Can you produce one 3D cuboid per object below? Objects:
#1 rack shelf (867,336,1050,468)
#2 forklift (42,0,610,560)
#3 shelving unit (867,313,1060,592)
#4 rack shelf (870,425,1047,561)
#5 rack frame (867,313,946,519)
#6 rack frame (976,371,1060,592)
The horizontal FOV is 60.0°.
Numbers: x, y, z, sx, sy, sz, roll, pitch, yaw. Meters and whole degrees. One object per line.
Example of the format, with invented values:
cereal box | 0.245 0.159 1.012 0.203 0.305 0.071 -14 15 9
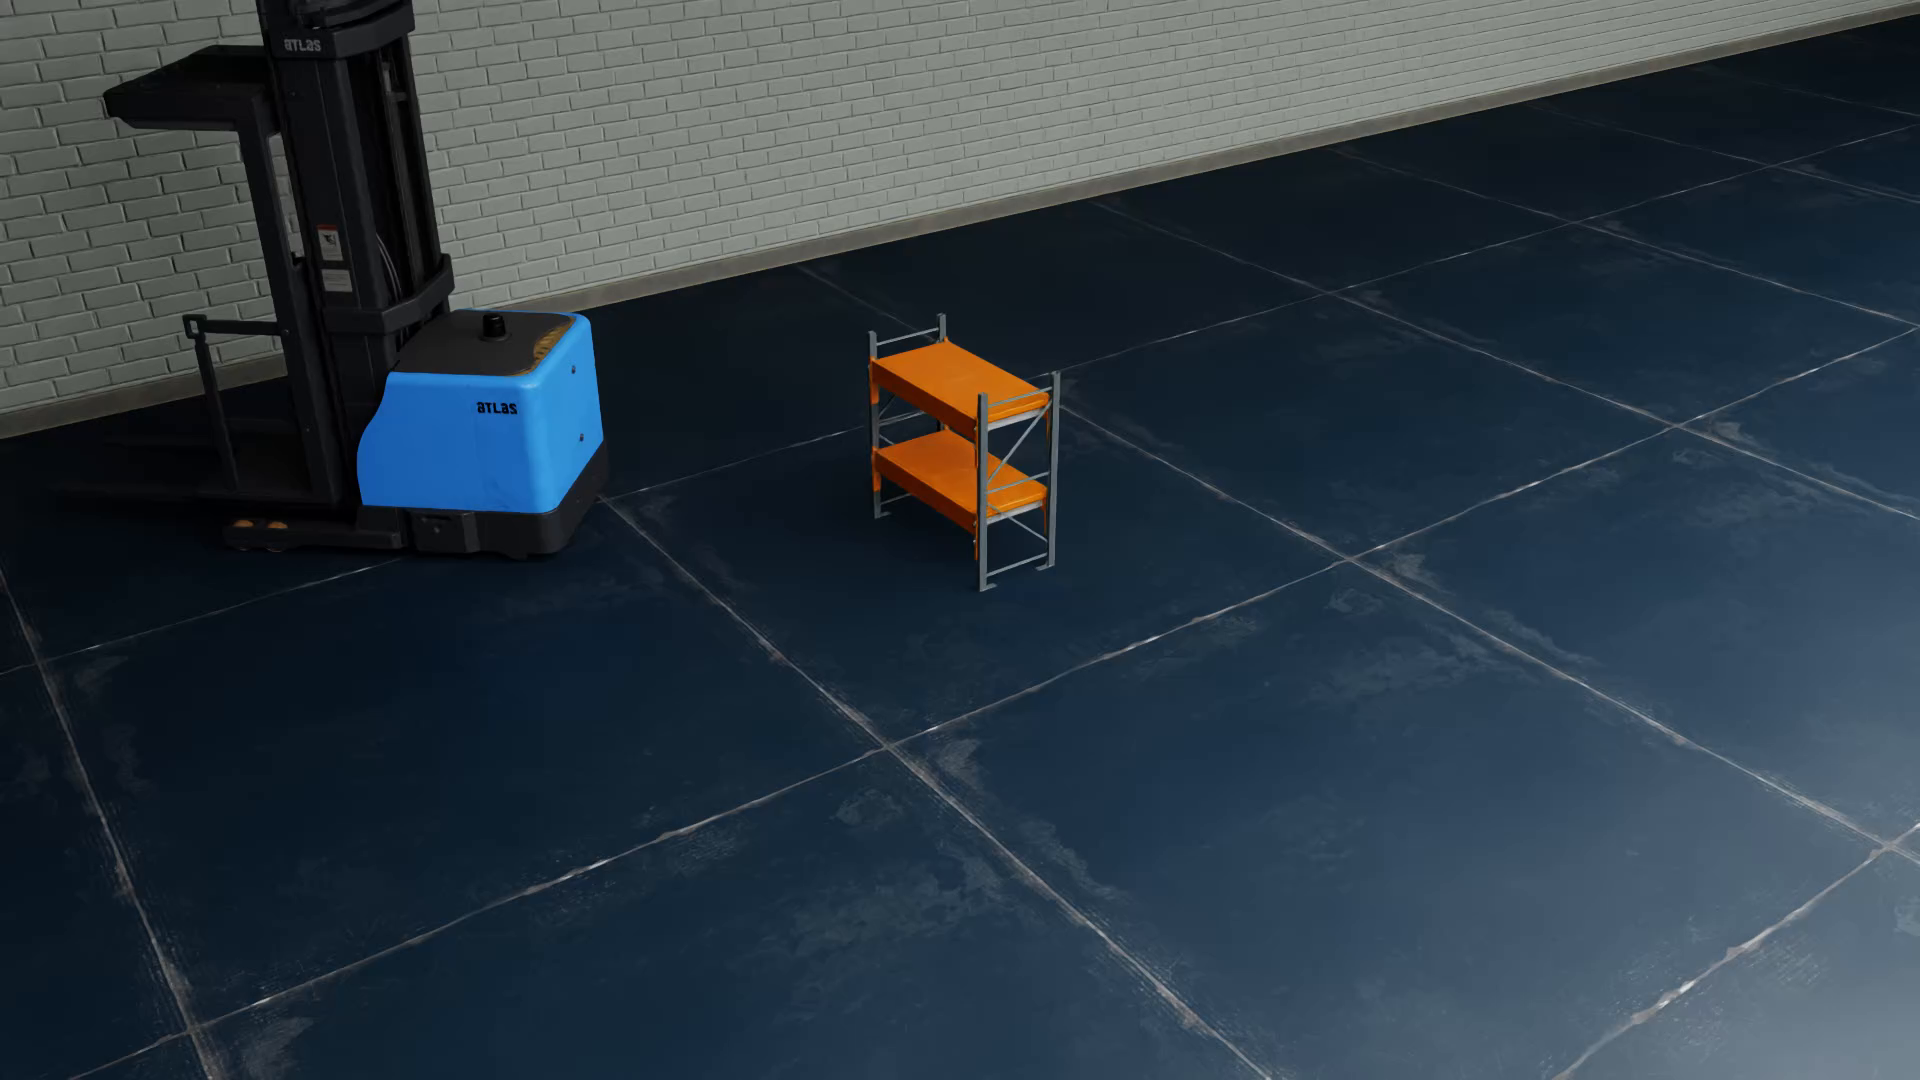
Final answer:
rack shelf | 0.004 -0.749 8.837 0.538 0.278 1.000 -19 34 -31
forklift | -3.611 -1.467 8.881 3.031 2.935 1.130 3 29 5
shelving unit | 0.004 -0.492 8.977 0.538 1.125 1.048 -19 34 -31
rack shelf | 0.004 -0.277 9.093 0.538 0.278 1.000 -19 34 -31
rack frame | -0.291 -0.689 9.341 0.500 1.125 0.032 -19 34 -31
rack frame | 0.299 -0.294 8.613 0.500 1.125 0.032 -19 34 -31
